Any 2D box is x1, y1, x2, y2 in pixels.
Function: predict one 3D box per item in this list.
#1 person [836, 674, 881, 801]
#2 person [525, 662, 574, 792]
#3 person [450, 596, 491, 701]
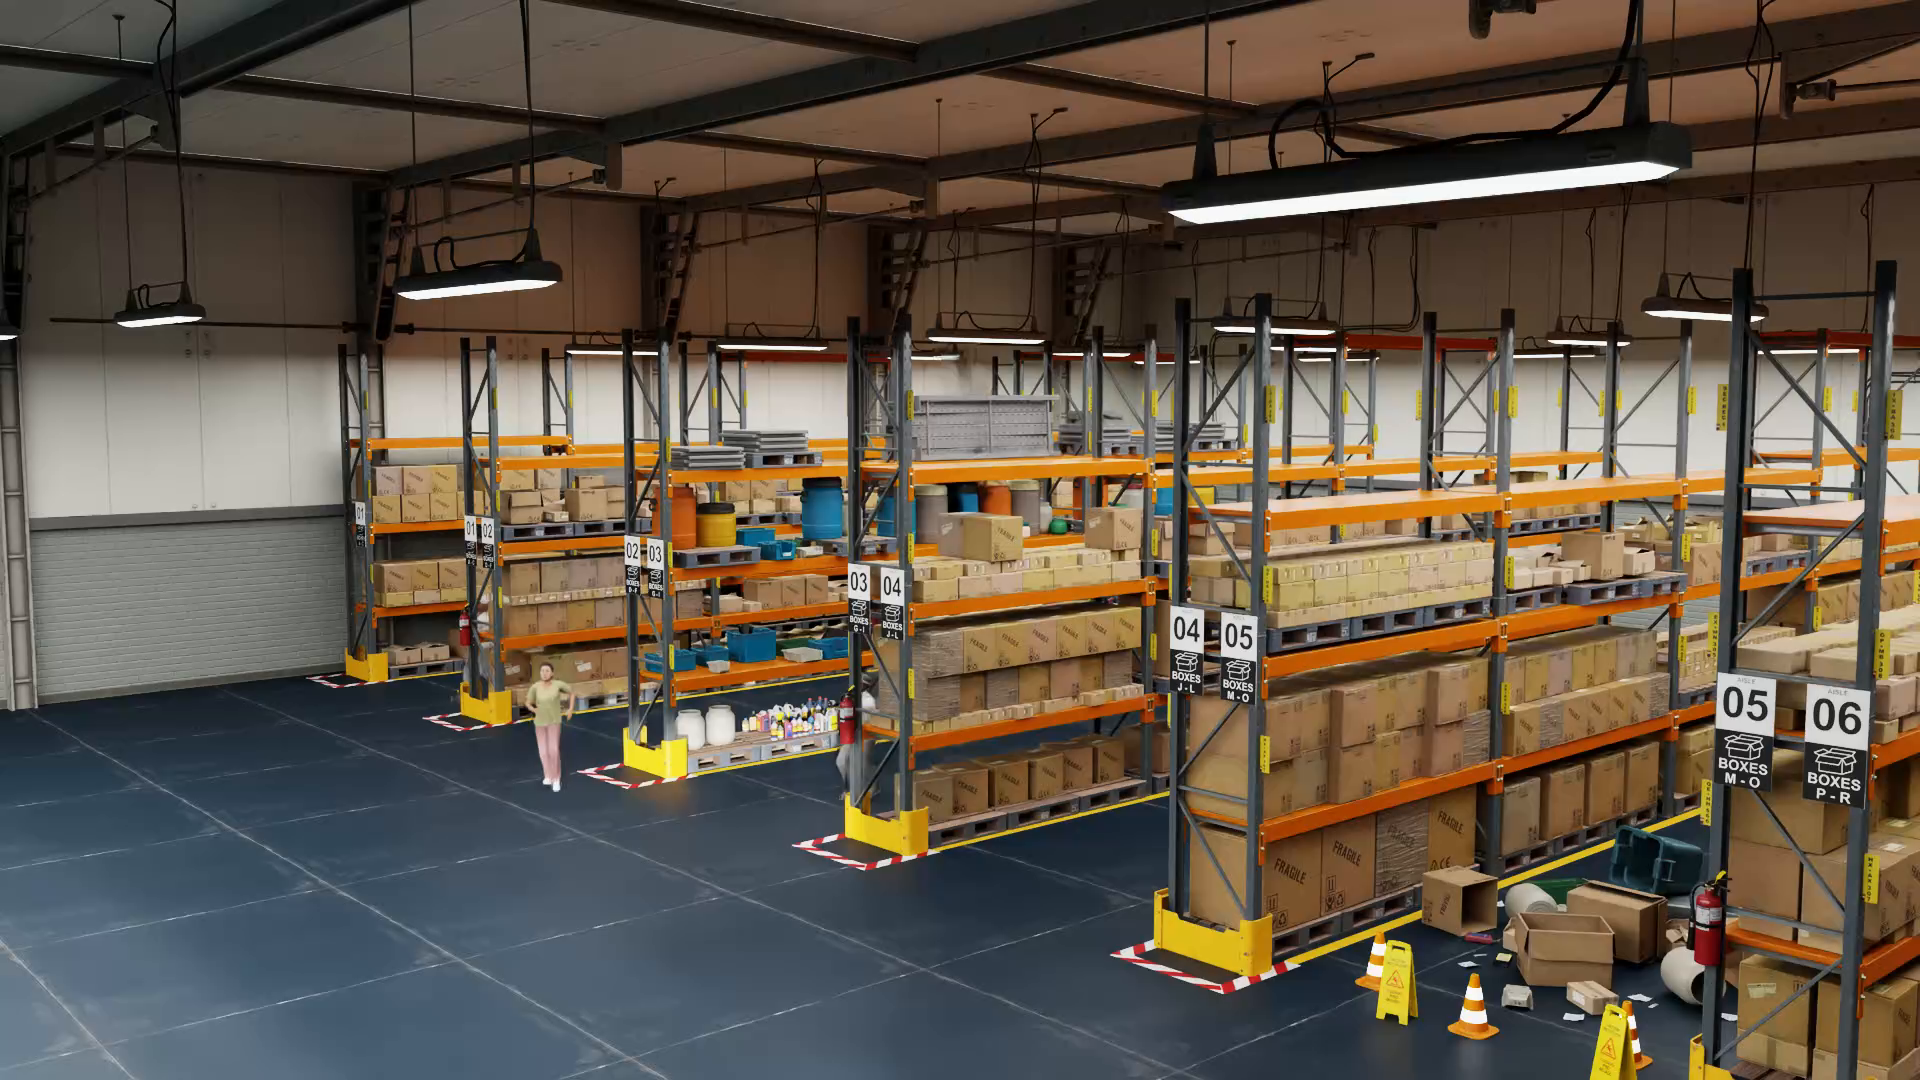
[{"bbox_3d":[-1.241,2.482,20.892,0.705,1.709,0.555,-5,7,-42],"label":"person"},{"bbox_3d":[-5.315,2.423,21.526,0.602,1.714,0.694,0,5,-5],"label":"person"},{"bbox_3d":[-8.042,1.792,27.616,0.919,1.741,0.717,-5,7,-43],"label":"person"}]
